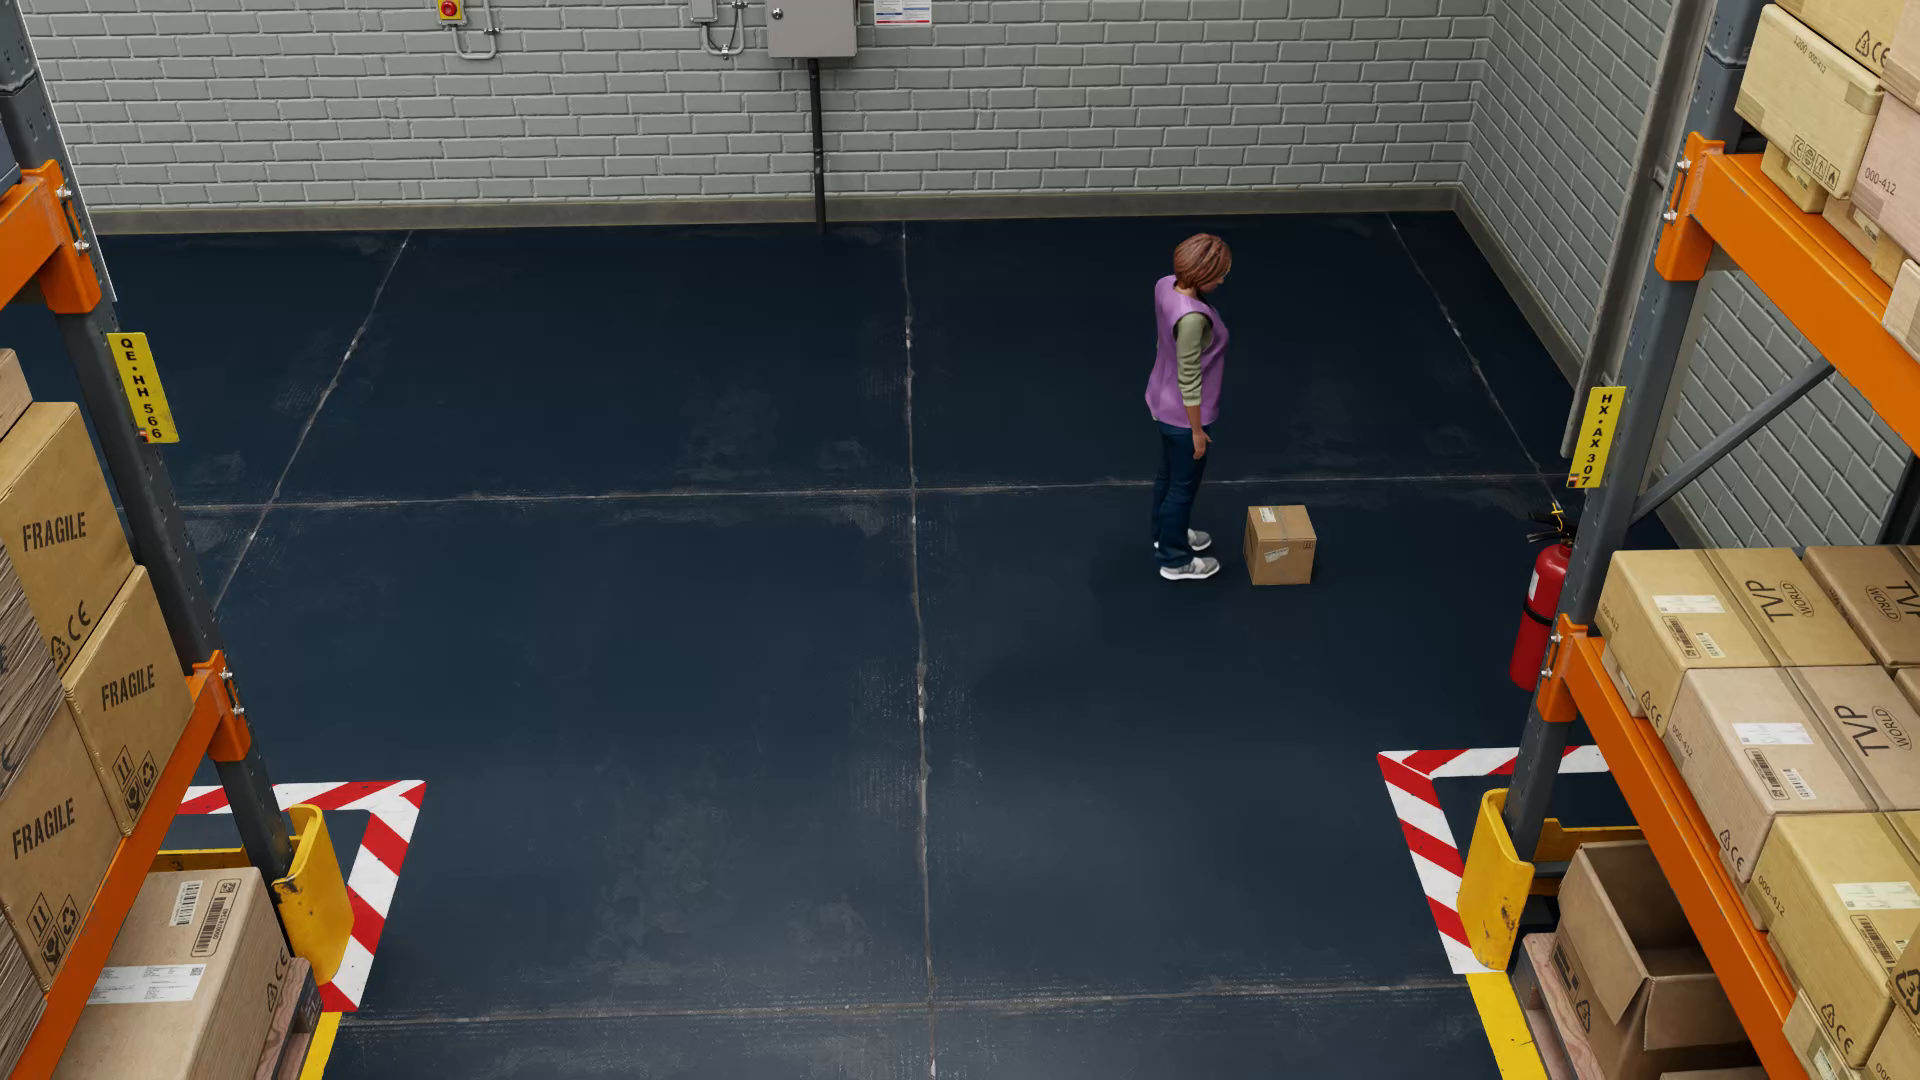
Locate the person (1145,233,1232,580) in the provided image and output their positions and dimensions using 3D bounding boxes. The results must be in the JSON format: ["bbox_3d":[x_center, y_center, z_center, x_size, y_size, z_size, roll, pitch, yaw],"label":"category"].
[{"bbox_3d":[0.960,-0.521,6.861,0.383,1.589,0.425,-4,36,-6],"label":"person"}]
